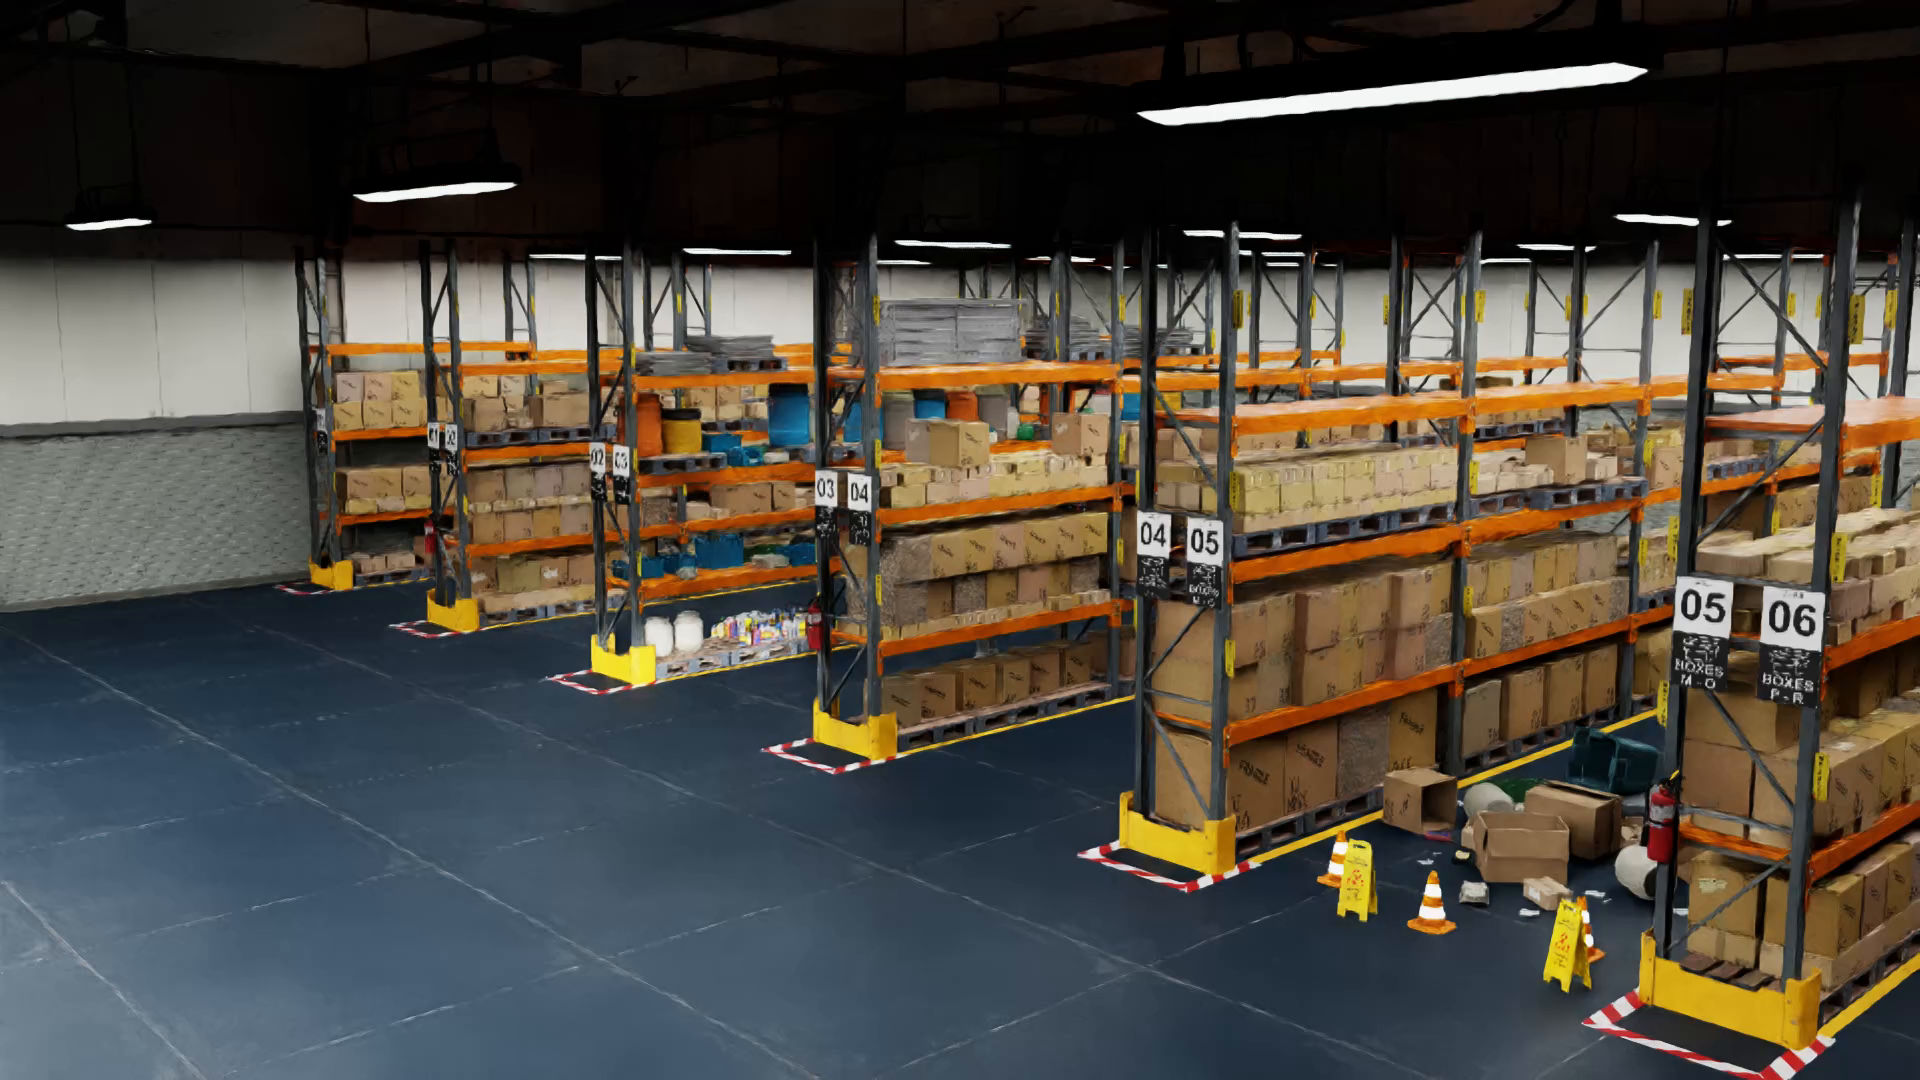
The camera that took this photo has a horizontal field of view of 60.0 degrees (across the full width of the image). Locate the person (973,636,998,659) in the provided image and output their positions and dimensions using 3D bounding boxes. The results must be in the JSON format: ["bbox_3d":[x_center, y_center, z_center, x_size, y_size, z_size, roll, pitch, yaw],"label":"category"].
[{"bbox_3d":[0.321,0.825,23.813,0.747,1.737,0.750,-7,11,-39],"label":"person"}]
